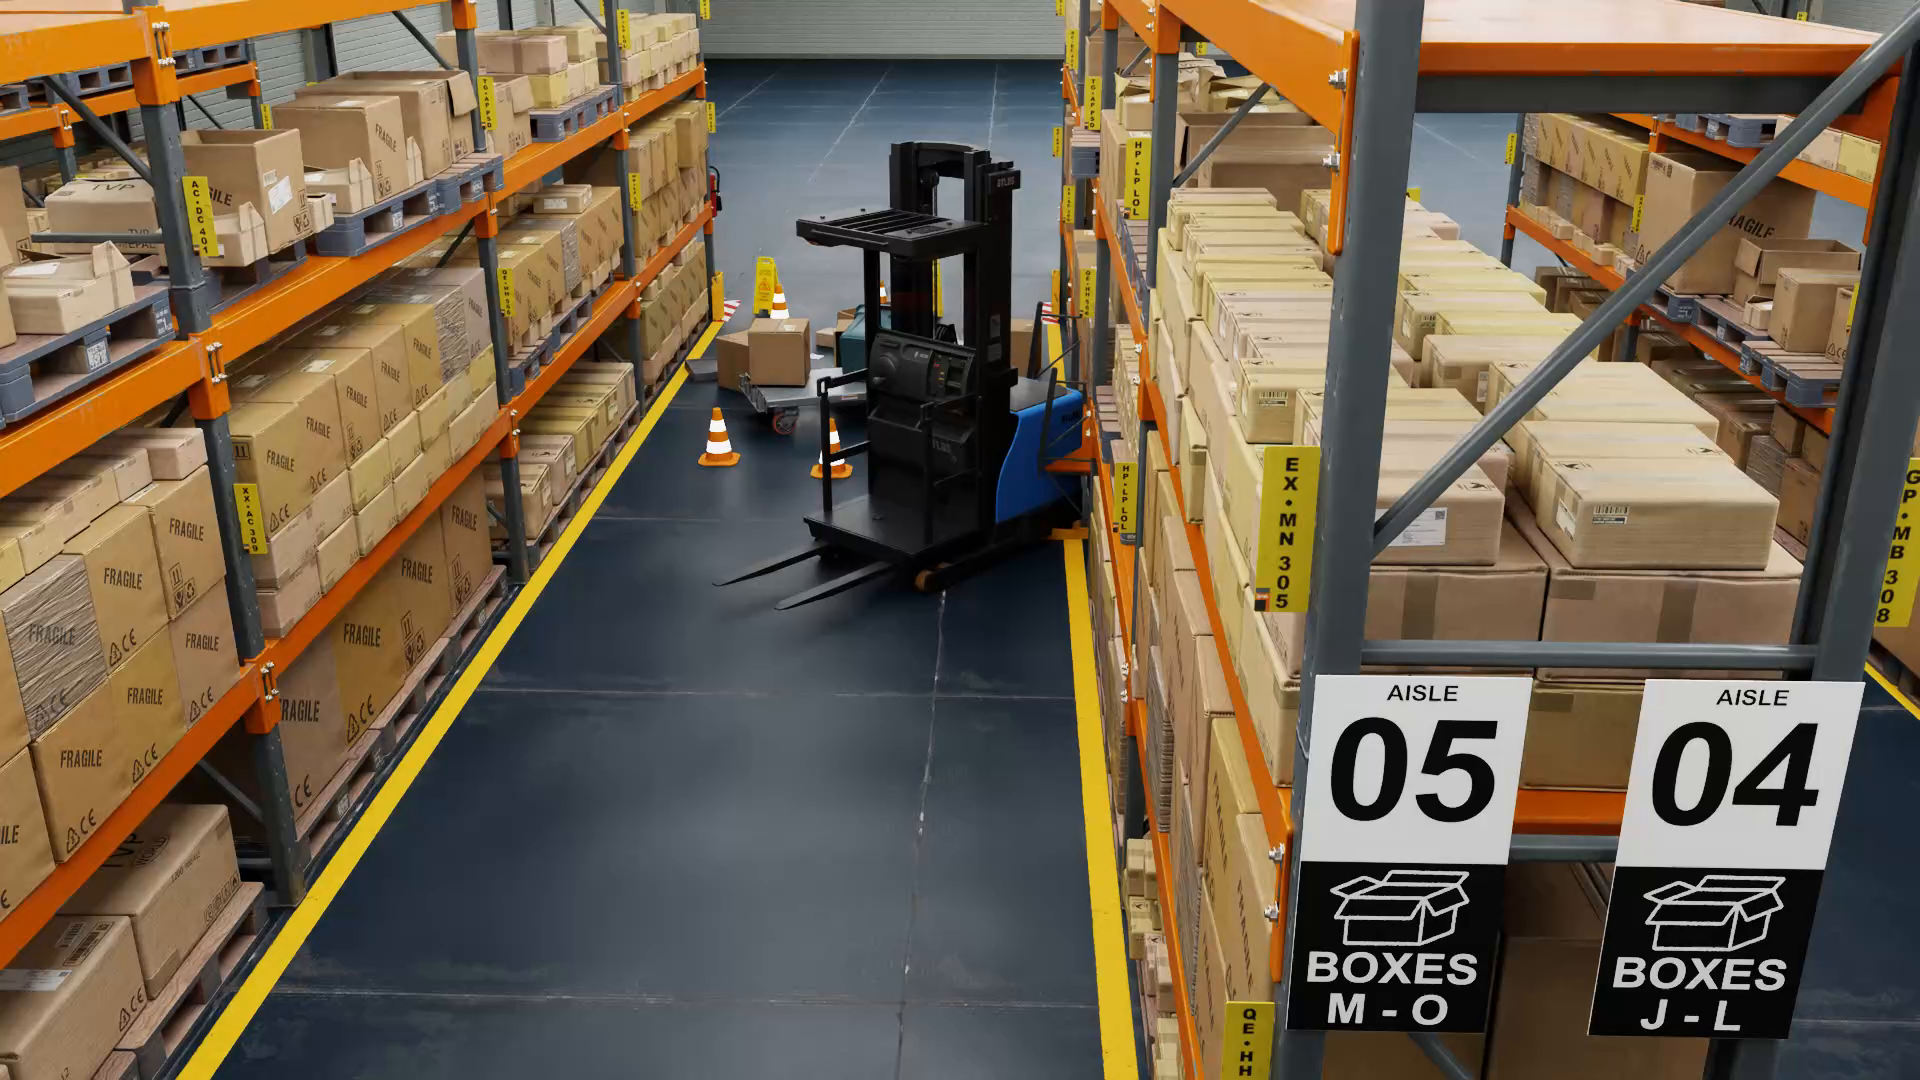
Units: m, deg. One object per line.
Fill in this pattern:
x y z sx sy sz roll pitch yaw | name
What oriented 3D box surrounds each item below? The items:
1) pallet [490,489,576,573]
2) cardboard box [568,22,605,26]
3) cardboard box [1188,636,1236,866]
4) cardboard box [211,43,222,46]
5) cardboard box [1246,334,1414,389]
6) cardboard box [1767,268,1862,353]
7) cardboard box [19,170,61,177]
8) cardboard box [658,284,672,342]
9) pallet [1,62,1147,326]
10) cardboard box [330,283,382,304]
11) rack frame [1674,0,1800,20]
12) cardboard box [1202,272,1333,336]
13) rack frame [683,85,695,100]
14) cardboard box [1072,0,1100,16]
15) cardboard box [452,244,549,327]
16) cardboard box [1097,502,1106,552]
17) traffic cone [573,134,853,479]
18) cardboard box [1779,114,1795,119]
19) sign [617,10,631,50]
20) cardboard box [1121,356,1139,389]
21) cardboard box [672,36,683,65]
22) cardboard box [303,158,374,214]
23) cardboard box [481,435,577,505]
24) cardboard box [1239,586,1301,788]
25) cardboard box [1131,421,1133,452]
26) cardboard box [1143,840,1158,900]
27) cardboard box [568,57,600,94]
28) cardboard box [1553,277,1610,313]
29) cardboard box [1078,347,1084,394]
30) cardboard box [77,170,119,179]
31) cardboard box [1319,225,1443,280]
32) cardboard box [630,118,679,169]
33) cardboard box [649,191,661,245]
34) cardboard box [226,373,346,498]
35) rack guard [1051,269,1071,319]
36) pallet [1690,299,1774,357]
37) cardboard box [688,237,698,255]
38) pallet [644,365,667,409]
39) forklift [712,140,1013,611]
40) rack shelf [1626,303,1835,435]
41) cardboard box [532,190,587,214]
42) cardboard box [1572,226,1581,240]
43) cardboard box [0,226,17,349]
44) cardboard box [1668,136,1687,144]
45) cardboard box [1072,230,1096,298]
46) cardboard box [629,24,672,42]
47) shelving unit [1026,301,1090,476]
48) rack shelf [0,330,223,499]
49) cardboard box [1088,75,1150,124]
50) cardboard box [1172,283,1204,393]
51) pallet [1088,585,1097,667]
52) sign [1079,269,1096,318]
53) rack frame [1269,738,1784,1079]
-3.528 -0.086 12.458 1.003 0.211 1.213 1 21 2 | pallet
-3.669 -5.067 16.540 0.380 0.149 0.250 1 21 3 | cardboard box
0.942 0.616 4.862 0.500 0.500 0.500 2 21 4 | cardboard box
-7.993 -5.270 17.445 0.380 0.149 0.250 0 21 0 | cardboard box
0.951 -0.432 4.314 0.380 0.149 0.250 0 21 0 | cardboard box
6.246 -1.635 11.878 0.700 0.500 0.500 4 22 10 | cardboard box
-8.642 -3.395 15.687 0.380 0.149 0.250 0 21 1 | cardboard box
-3.139 -2.217 16.280 0.500 0.500 0.500 1 21 4 | cardboard box
-3.442 -2.739 11.485 11.154 0.261 9.239 1 21 2 | pallet
-3.818 -1.261 10.111 0.500 0.500 0.500 1 21 2 | cardboard box
6.474 -5.237 13.587 1.000 3.000 0.127 1 21 2 | rack frame
0.942 -0.714 5.042 0.380 0.149 0.250 0 21 0 | cardboard box
-3.313 -3.996 18.680 0.949 2.616 0.053 1 21 2 | rack frame
1.251 -5.019 15.697 0.380 0.149 0.250 0 21 1 | cardboard box
-3.300 -1.833 11.976 0.500 0.500 0.500 2 21 4 | cardboard box
1.119 -0.035 10.311 0.500 0.250 0.500 0 21 1 | cardboard box
-2.412 -2.146 14.180 3.046 2.808 1.723 1 21 2 | traffic cone
6.152 -3.212 11.684 0.500 0.500 0.500 1 21 3 | cardboard box
-2.877 -4.368 14.233 0.100 0.325 0.005 1 21 2 | sign
1.164 -0.995 9.890 0.380 0.149 0.250 0 21 -1 | cardboard box
-3.084 -4.905 16.674 0.500 0.250 0.500 1 21 3 | cardboard box
-3.269 -1.845 8.596 0.396 0.266 0.258 2 21 6 | cardboard box
-3.512 -0.545 12.839 0.950 0.372 0.625 0 21 1 | cardboard box
0.904 0.311 3.640 0.500 0.250 0.500 0 21 0 | cardboard box
1.140 -0.567 9.198 0.380 0.149 0.250 1 21 4 | cardboard box
0.991 1.438 7.214 0.380 0.149 0.250 2 21 4 | cardboard box
-3.305 -3.861 13.813 0.500 0.250 0.500 0 21 1 | cardboard box
6.576 -2.475 17.636 0.500 0.500 0.500 6 22 16 | cardboard box
1.590 -1.453 14.657 1.050 0.750 0.750 1 21 1 | cardboard box
-8.170 -3.390 15.673 0.380 0.149 0.250 0 21 1 | cardboard box
1.450 -0.992 5.758 0.380 0.149 0.250 1 21 4 | cardboard box
-3.197 -3.913 16.535 0.700 0.500 0.500 1 21 1 | cardboard box
-3.148 -3.072 15.751 0.500 0.500 0.500 1 21 1 | cardboard box
-3.386 -0.510 8.176 0.500 0.500 0.500 1 21 1 | cardboard box
1.642 -2.821 19.108 1.175 0.500 0.348 1 21 2 | rack guard
6.371 -1.621 12.825 1.003 0.211 1.213 1 21 2 | pallet
-3.018 -3.136 17.751 0.380 0.149 0.250 1 21 3 | cardboard box
-3.447 -1.493 16.084 1.003 0.211 1.213 1 21 2 | pallet
-0.527 -1.402 12.091 2.033 2.935 3.733 18 27 38 | forklift
6.413 -1.382 12.938 1.077 0.370 4.000 1 21 2 | rack shelf
-3.213 -2.715 13.352 0.380 0.149 0.250 0 21 -1 | cardboard box
6.331 -3.036 16.554 0.380 0.149 0.250 1 21 2 | cardboard box
-3.684 -0.858 5.585 0.797 0.503 0.637 2 21 6 | cardboard box
6.755 -3.433 15.297 0.500 0.500 0.500 1 21 2 | cardboard box
1.234 -2.391 14.406 0.500 0.500 0.500 1 21 2 | cardboard box
-3.038 -4.968 16.285 0.380 0.149 0.250 1 21 3 | cardboard box
0.782 -0.897 12.621 0.500 1.500 0.985 3 35 -6 | shelving unit
-3.736 0.003 5.222 1.077 0.370 4.000 1 21 2 | rack shelf
1.129 -3.066 11.541 0.500 0.311 0.500 1 21 2 | cardboard box
0.972 -0.667 5.472 0.500 0.250 0.500 1 21 3 | cardboard box
1.372 0.497 10.955 1.003 0.211 1.213 1 21 2 | pallet
0.843 -1.630 10.982 0.100 0.325 0.005 1 21 2 | sign
1.154 1.807 3.724 1.000 3.000 0.127 1 21 2 | rack frame
